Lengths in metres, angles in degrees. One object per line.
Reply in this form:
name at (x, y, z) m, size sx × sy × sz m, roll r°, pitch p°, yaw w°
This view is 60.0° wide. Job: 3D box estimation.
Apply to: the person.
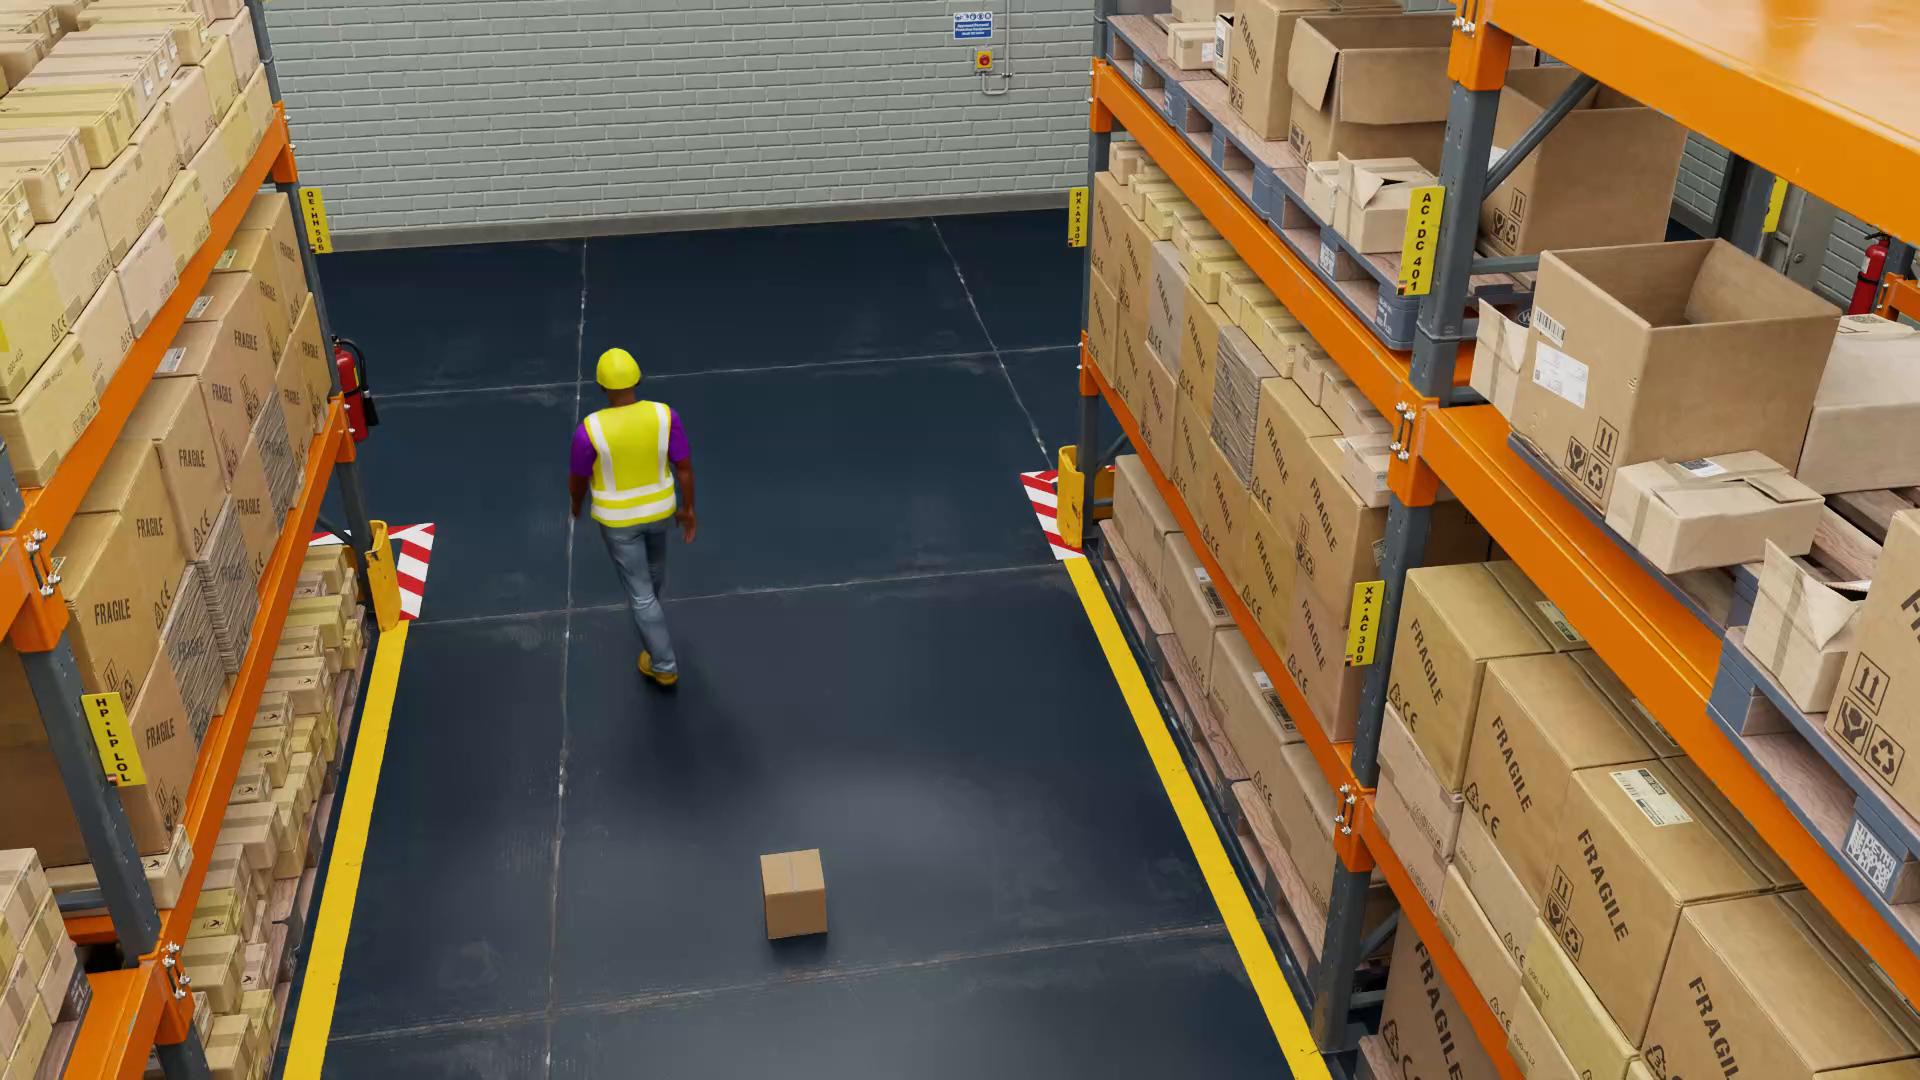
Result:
person at (-1.686, -0.201, 8.420) m, size 0.583 × 1.722 × 0.980 m, roll -16°, pitch 34°, yaw -26°
